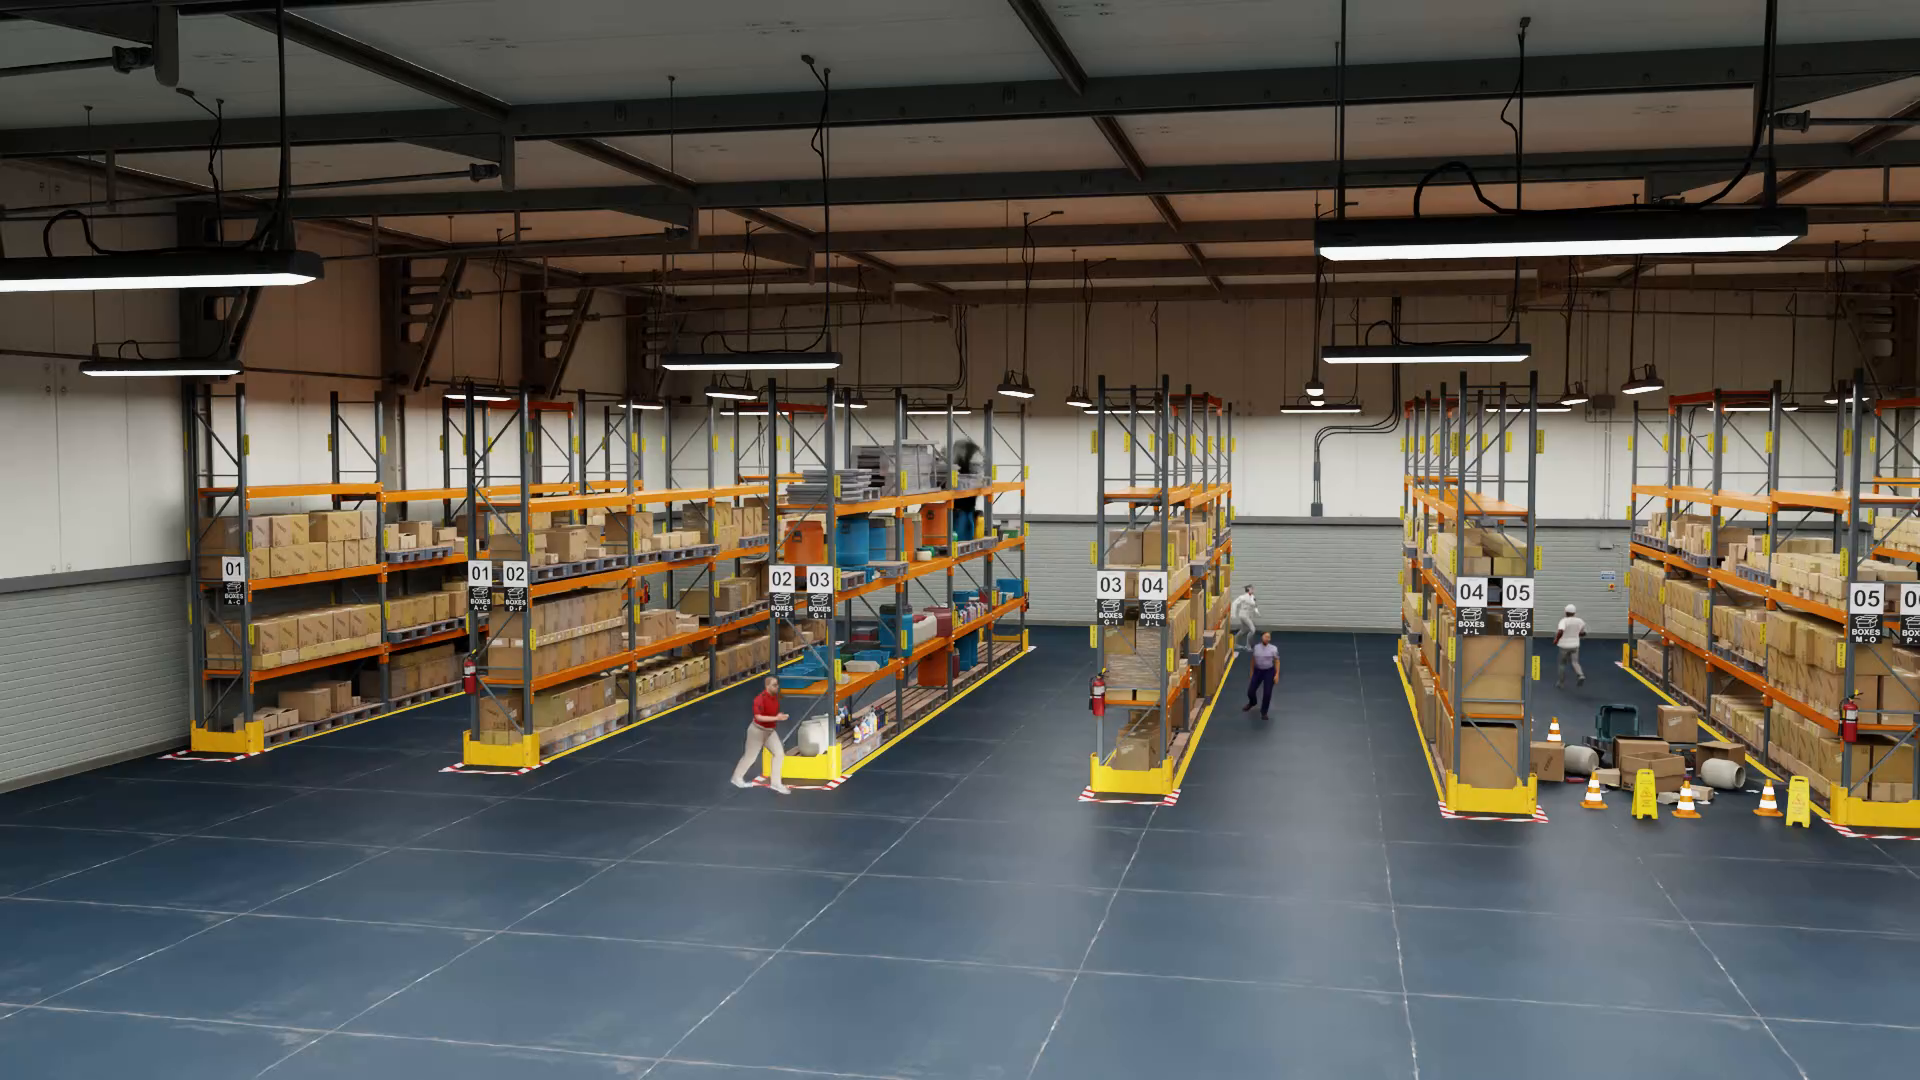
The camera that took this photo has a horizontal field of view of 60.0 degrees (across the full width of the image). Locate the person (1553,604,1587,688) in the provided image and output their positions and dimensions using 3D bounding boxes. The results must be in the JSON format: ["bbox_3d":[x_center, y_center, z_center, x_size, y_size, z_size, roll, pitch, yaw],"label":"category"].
[{"bbox_3d":[12.456,2.180,33.958,0.698,1.747,0.931,0,3,-4],"label":"person"}]

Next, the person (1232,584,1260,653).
[{"bbox_3d":[6.900,1.890,40.285,0.783,1.683,0.618,2,4,36],"label":"person"}]

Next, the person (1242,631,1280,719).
[{"bbox_3d":[5.518,2.457,30.462,0.738,1.618,0.514,1,4,24],"label":"person"}]

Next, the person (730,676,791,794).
[{"bbox_3d":[-2.846,2.795,23.892,1.001,1.709,0.667,2,4,31],"label":"person"}]
